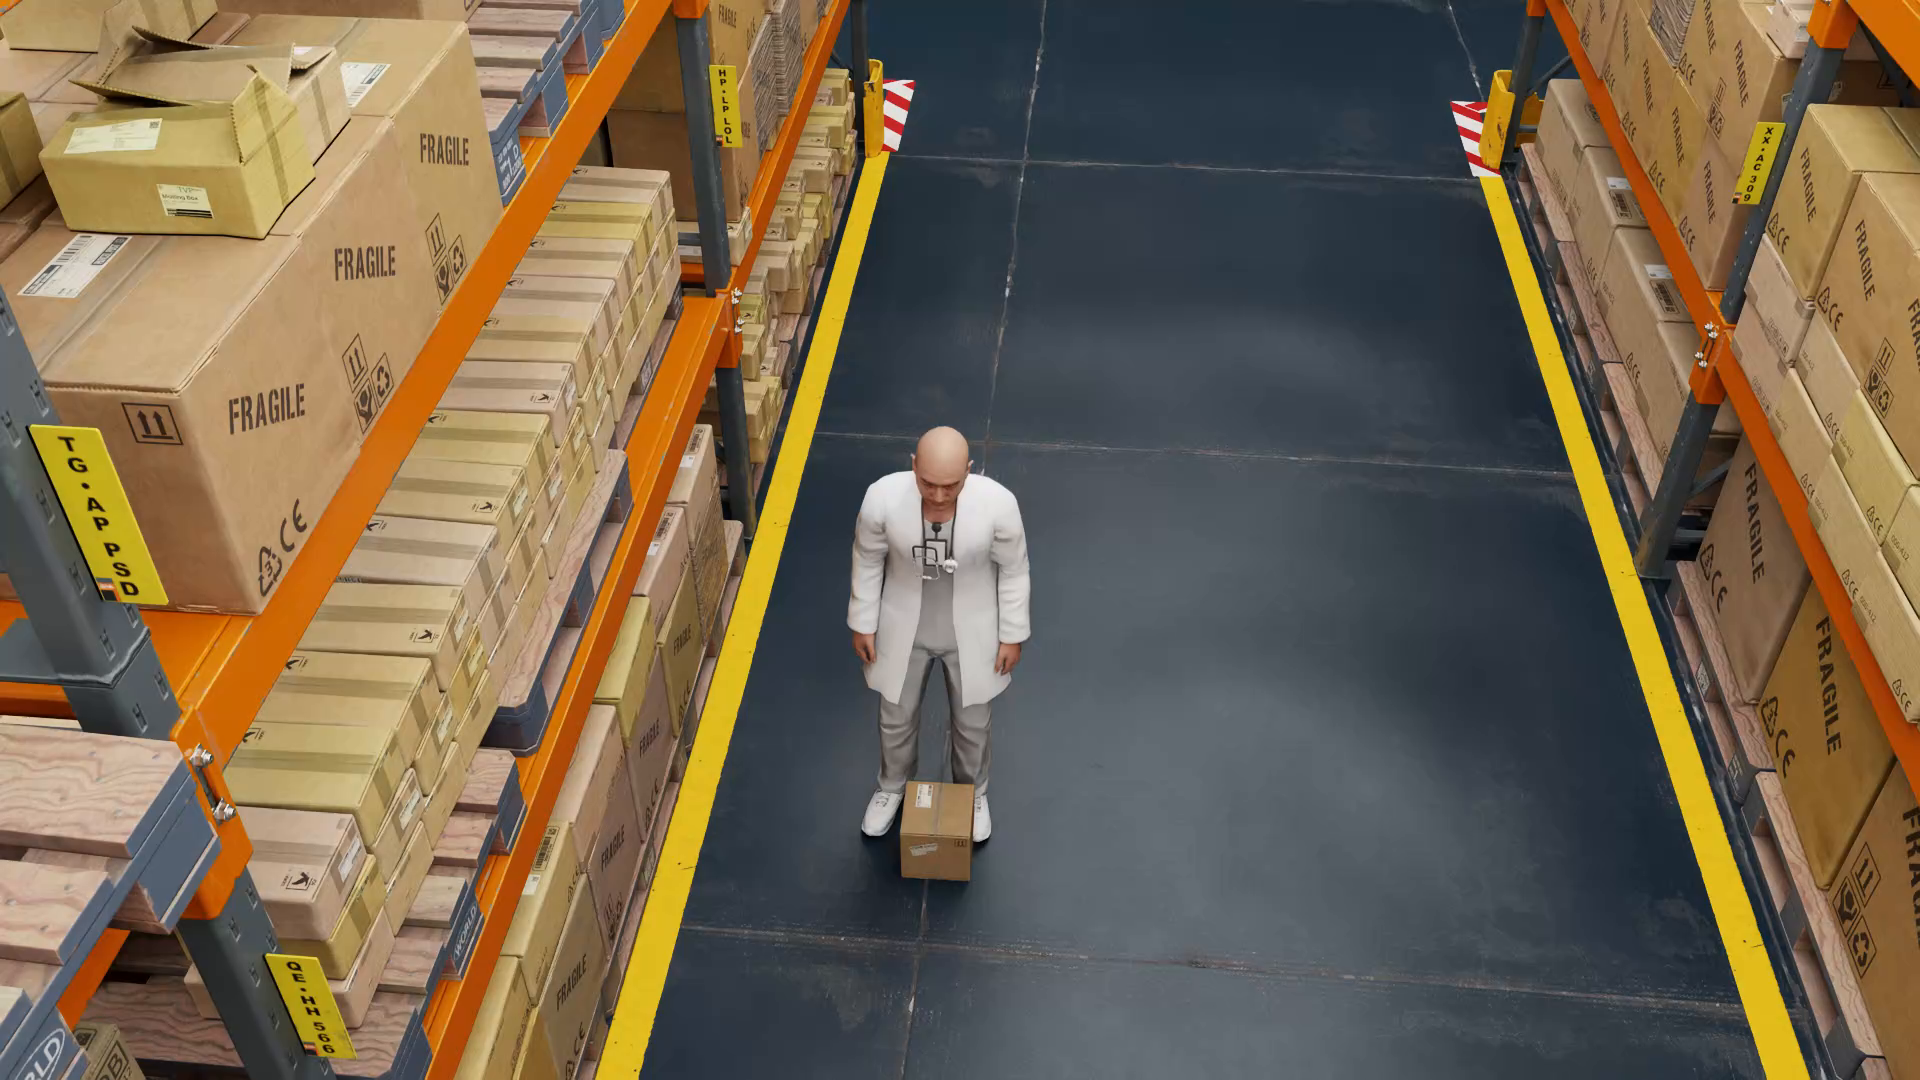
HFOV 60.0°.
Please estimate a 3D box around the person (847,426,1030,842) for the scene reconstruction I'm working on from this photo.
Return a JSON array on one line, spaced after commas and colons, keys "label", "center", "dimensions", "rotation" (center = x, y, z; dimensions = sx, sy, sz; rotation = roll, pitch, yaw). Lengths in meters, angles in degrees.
[{"label": "person", "center": [-0.076, 0.319, 5.781], "dimensions": [0.640, 1.773, 0.426], "rotation": [3, 40, 4]}]
